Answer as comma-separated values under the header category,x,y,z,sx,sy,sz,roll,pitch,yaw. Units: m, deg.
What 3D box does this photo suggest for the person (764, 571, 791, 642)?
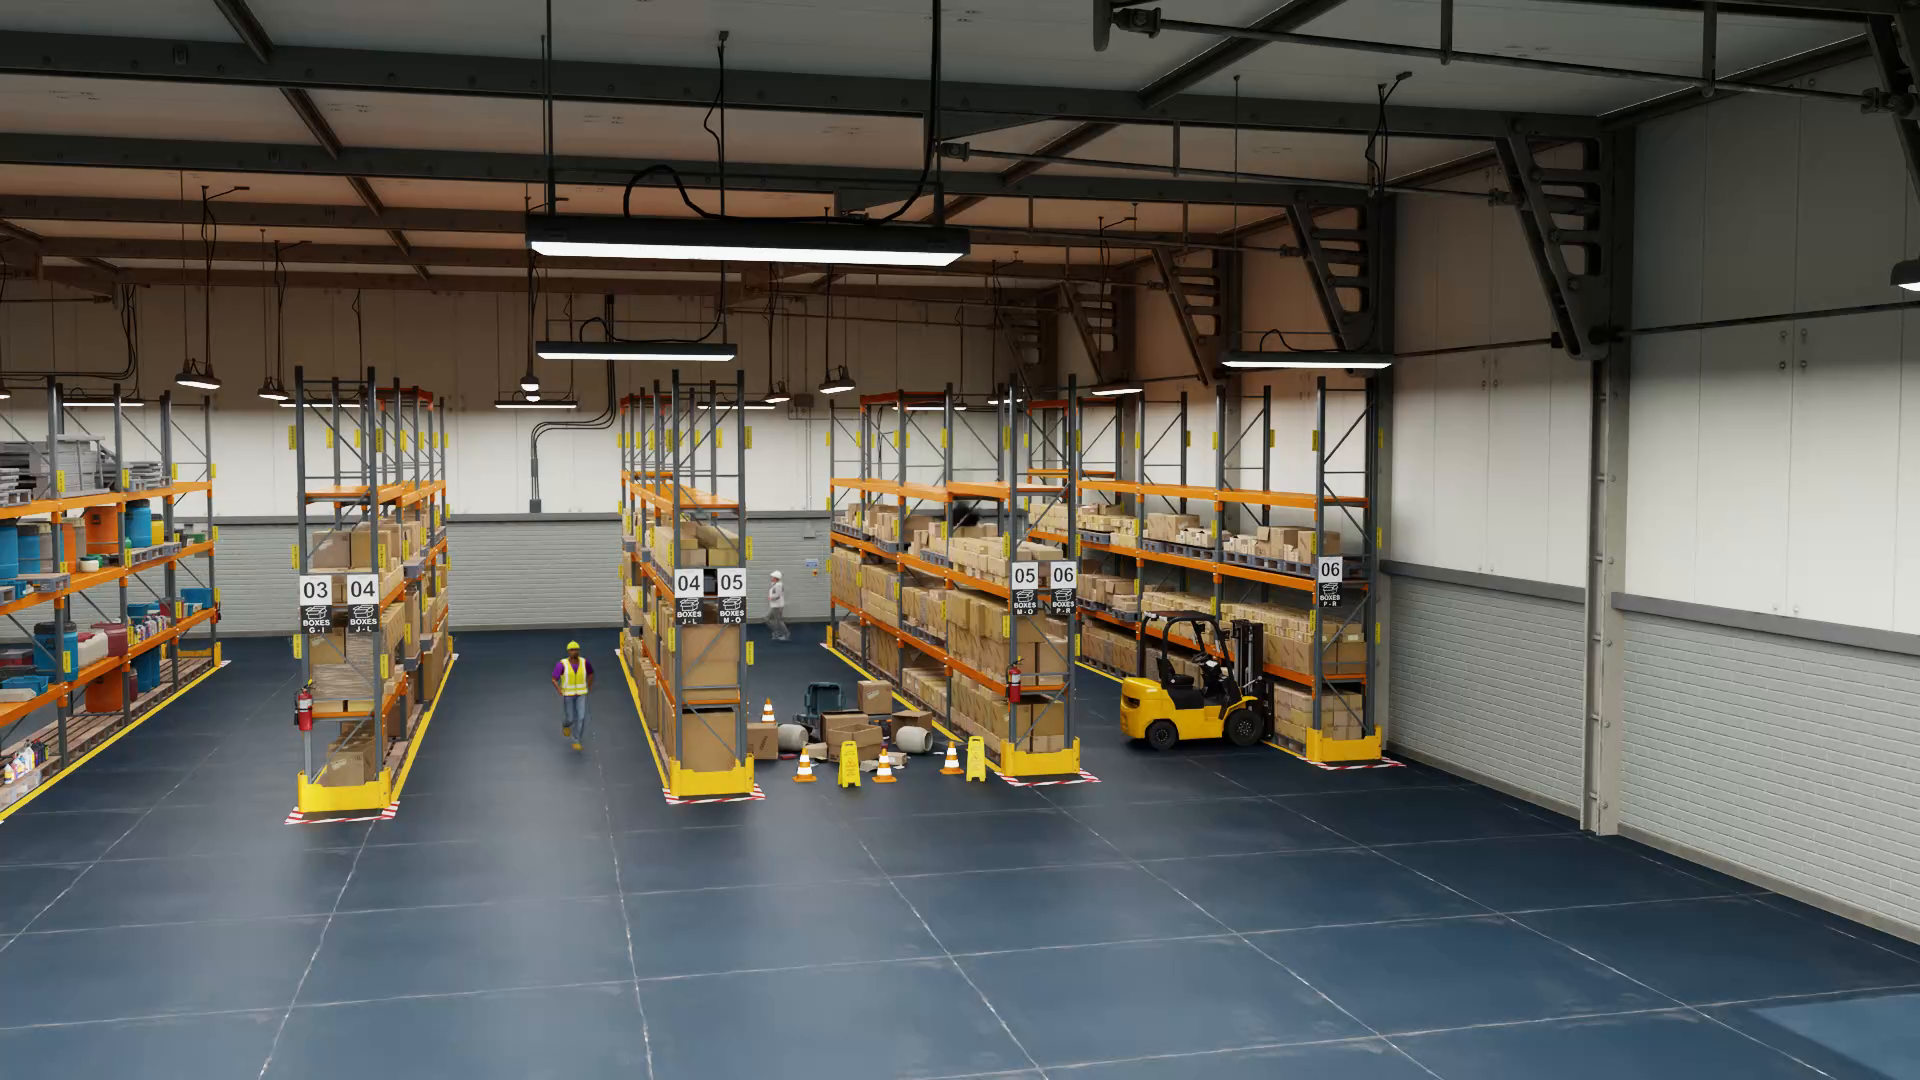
category,x,y,z,sx,sy,sz,roll,pitch,yaw
person,-4.534,1.663,41.303,0.652,1.789,0.677,-1,3,-10

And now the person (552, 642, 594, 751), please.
category,x,y,z,sx,sy,sz,roll,pitch,yaw
person,-6.297,2.526,27.147,0.699,1.745,0.771,-1,4,-24
